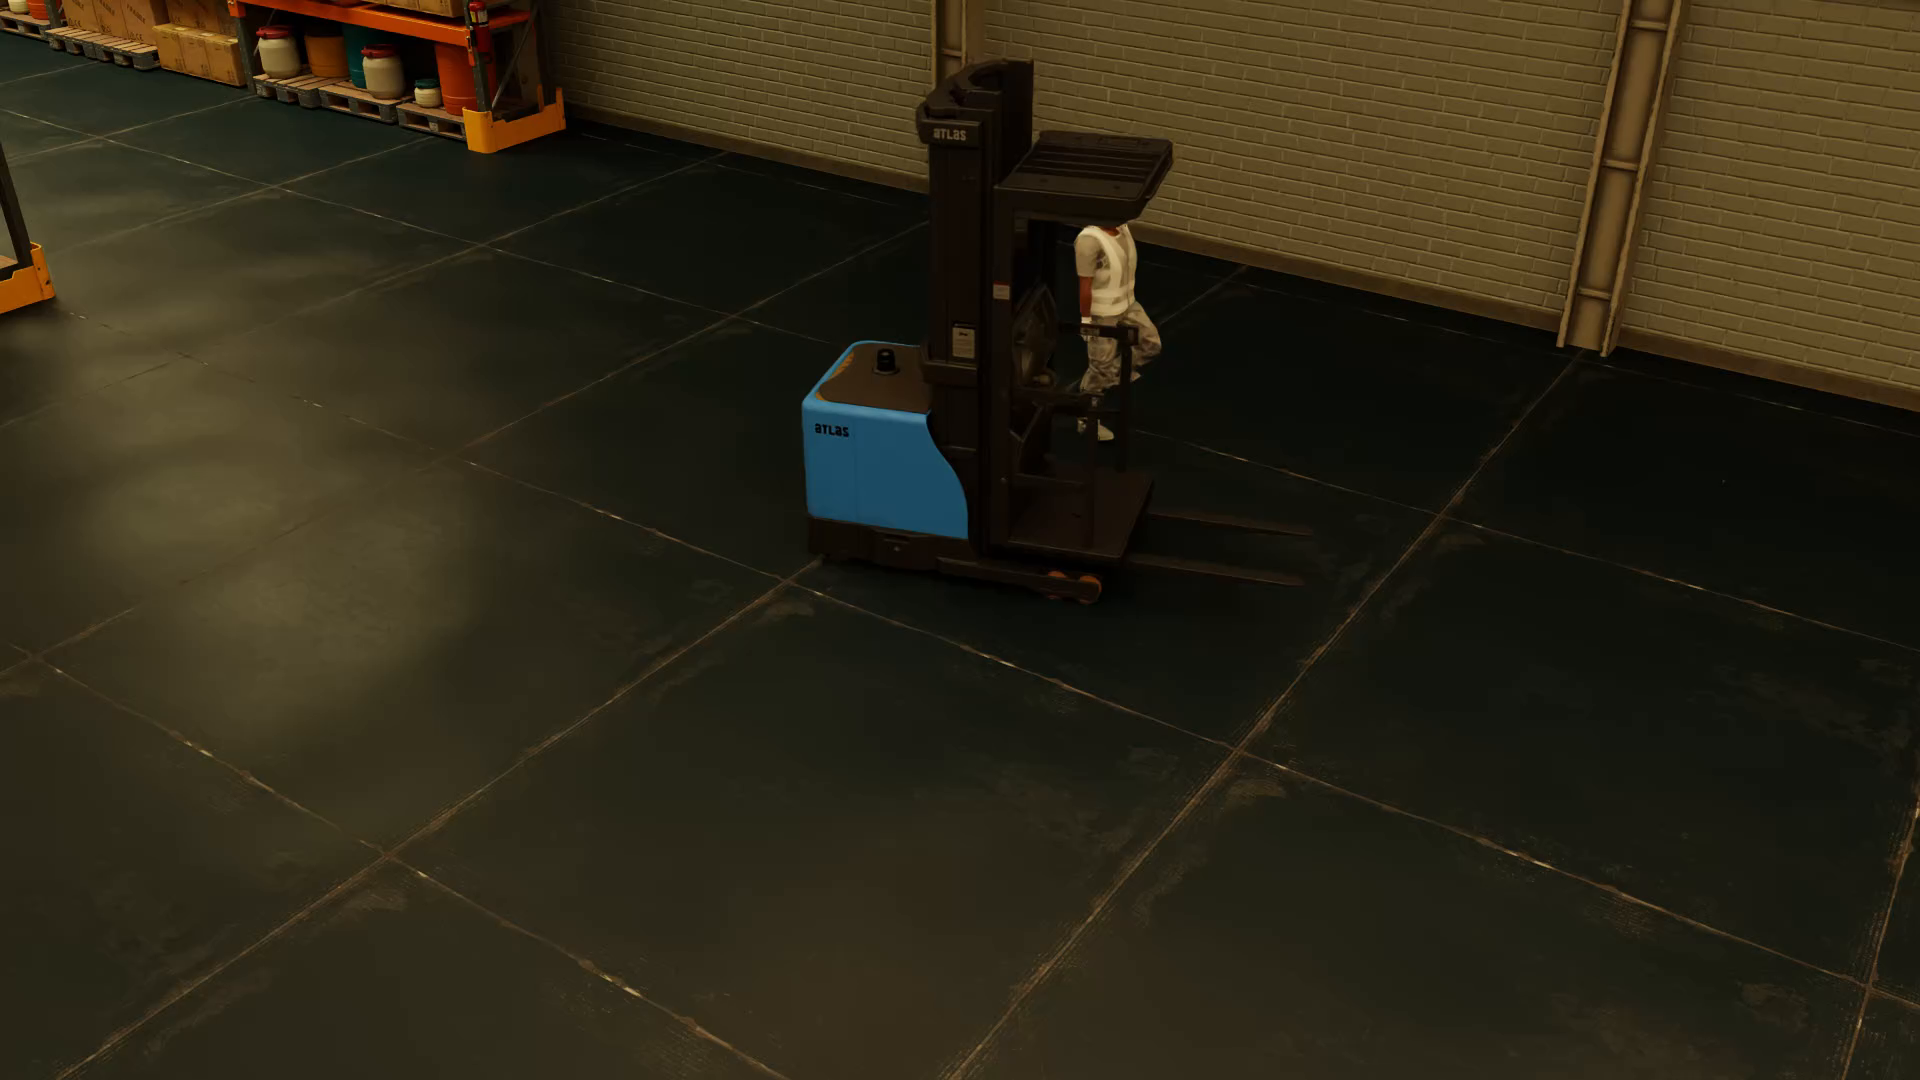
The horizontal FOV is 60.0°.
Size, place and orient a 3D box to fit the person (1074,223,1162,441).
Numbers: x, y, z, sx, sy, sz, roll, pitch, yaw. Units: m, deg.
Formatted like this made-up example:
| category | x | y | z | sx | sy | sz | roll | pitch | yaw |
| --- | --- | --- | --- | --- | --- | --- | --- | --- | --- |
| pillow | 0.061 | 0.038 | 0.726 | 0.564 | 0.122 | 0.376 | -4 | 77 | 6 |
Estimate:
| category | x | y | z | sx | sy | sz | roll | pitch | yaw |
| --- | --- | --- | --- | --- | --- | --- | --- | --- | --- |
| person | 1.083 | -1.563 | 11.341 | 0.531 | 1.783 | 0.638 | 16 | 34 | 26 |

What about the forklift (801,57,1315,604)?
| category | x | y | z | sx | sy | sz | roll | pitch | yaw |
| --- | --- | --- | --- | --- | --- | --- | --- | --- | --- |
| forklift | 0.622 | -1.185 | 9.621 | 3.031 | 2.935 | 1.130 | 8 | 31 | 14 |
